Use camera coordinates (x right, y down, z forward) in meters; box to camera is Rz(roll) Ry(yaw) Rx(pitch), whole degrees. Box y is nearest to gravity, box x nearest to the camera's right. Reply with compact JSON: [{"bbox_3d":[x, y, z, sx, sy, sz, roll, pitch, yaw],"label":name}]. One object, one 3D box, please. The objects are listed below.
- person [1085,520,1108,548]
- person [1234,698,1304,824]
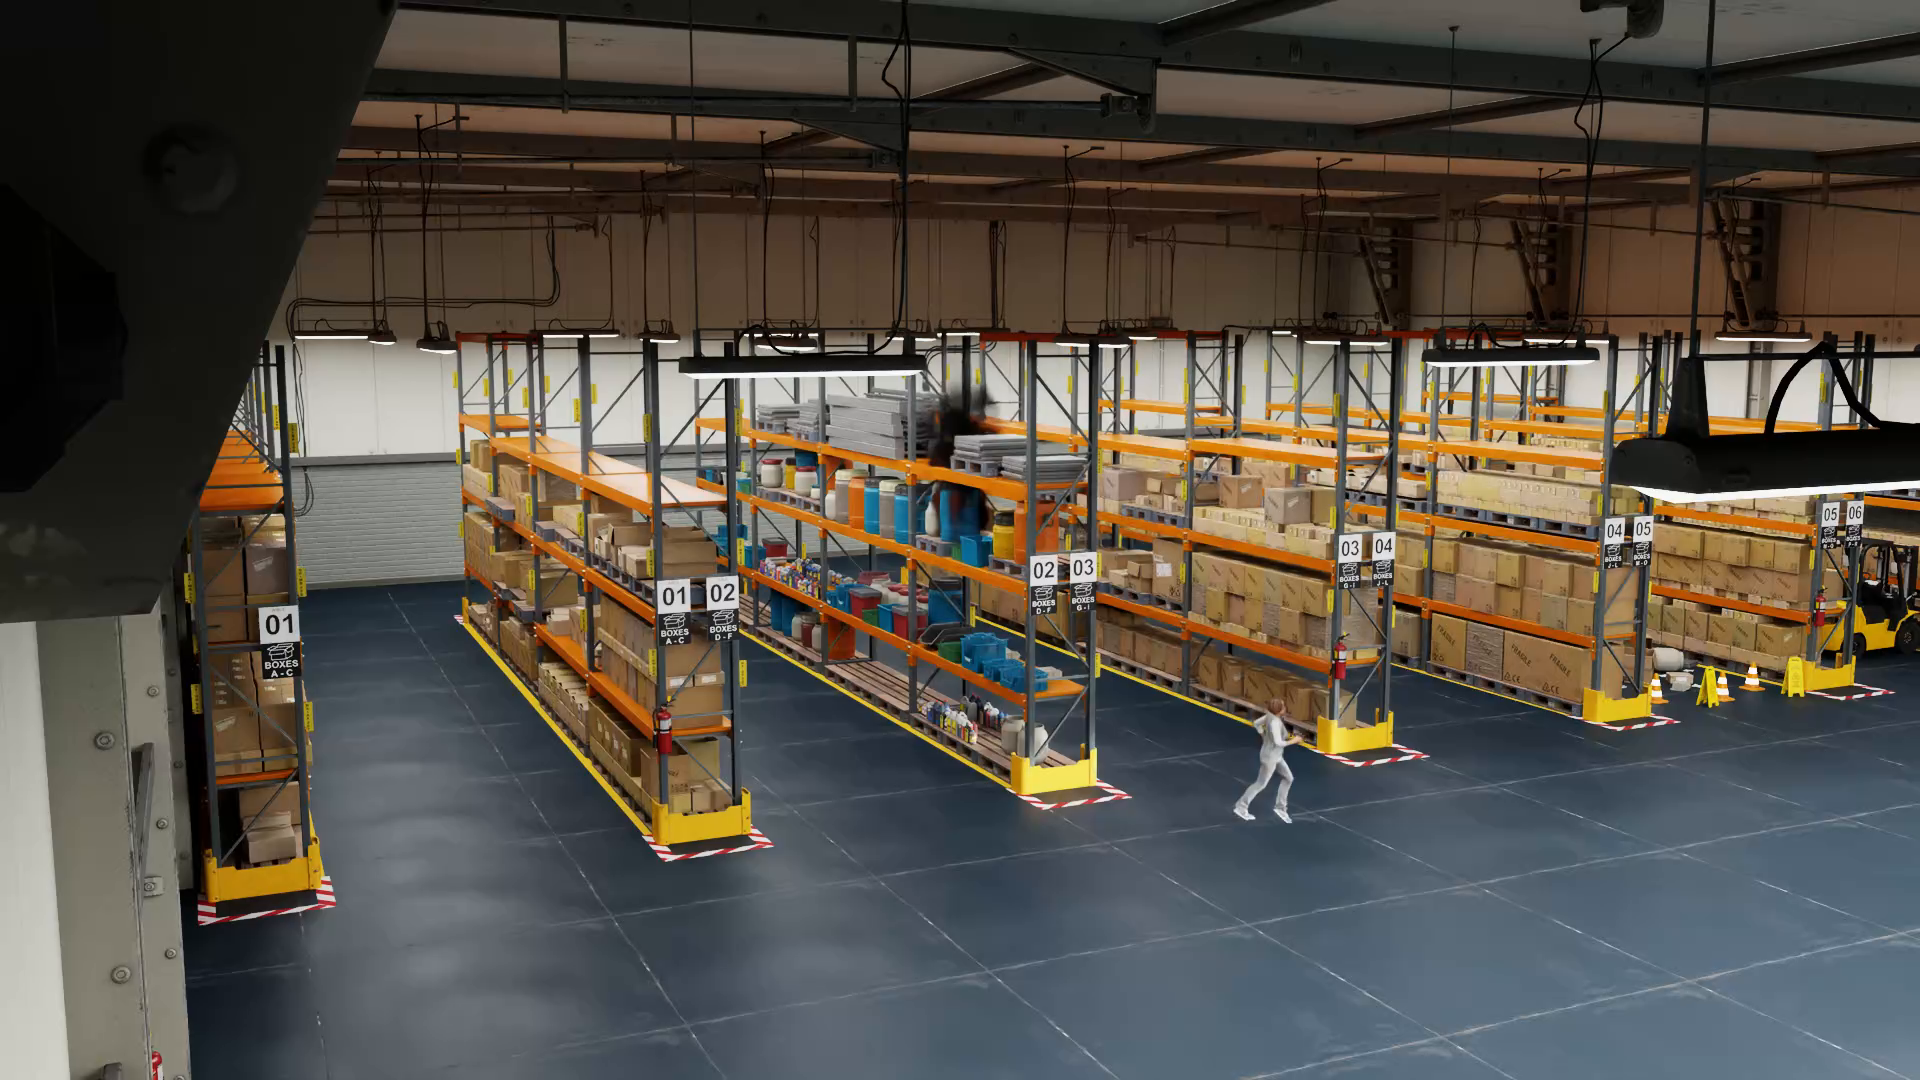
[{"bbox_3d":[3.480,-0.162,41.775,0.763,1.852,0.682,-4,9,-28],"label":"person"},{"bbox_3d":[3.855,2.754,20.766,0.839,1.628,0.546,1,8,9],"label":"person"}]
